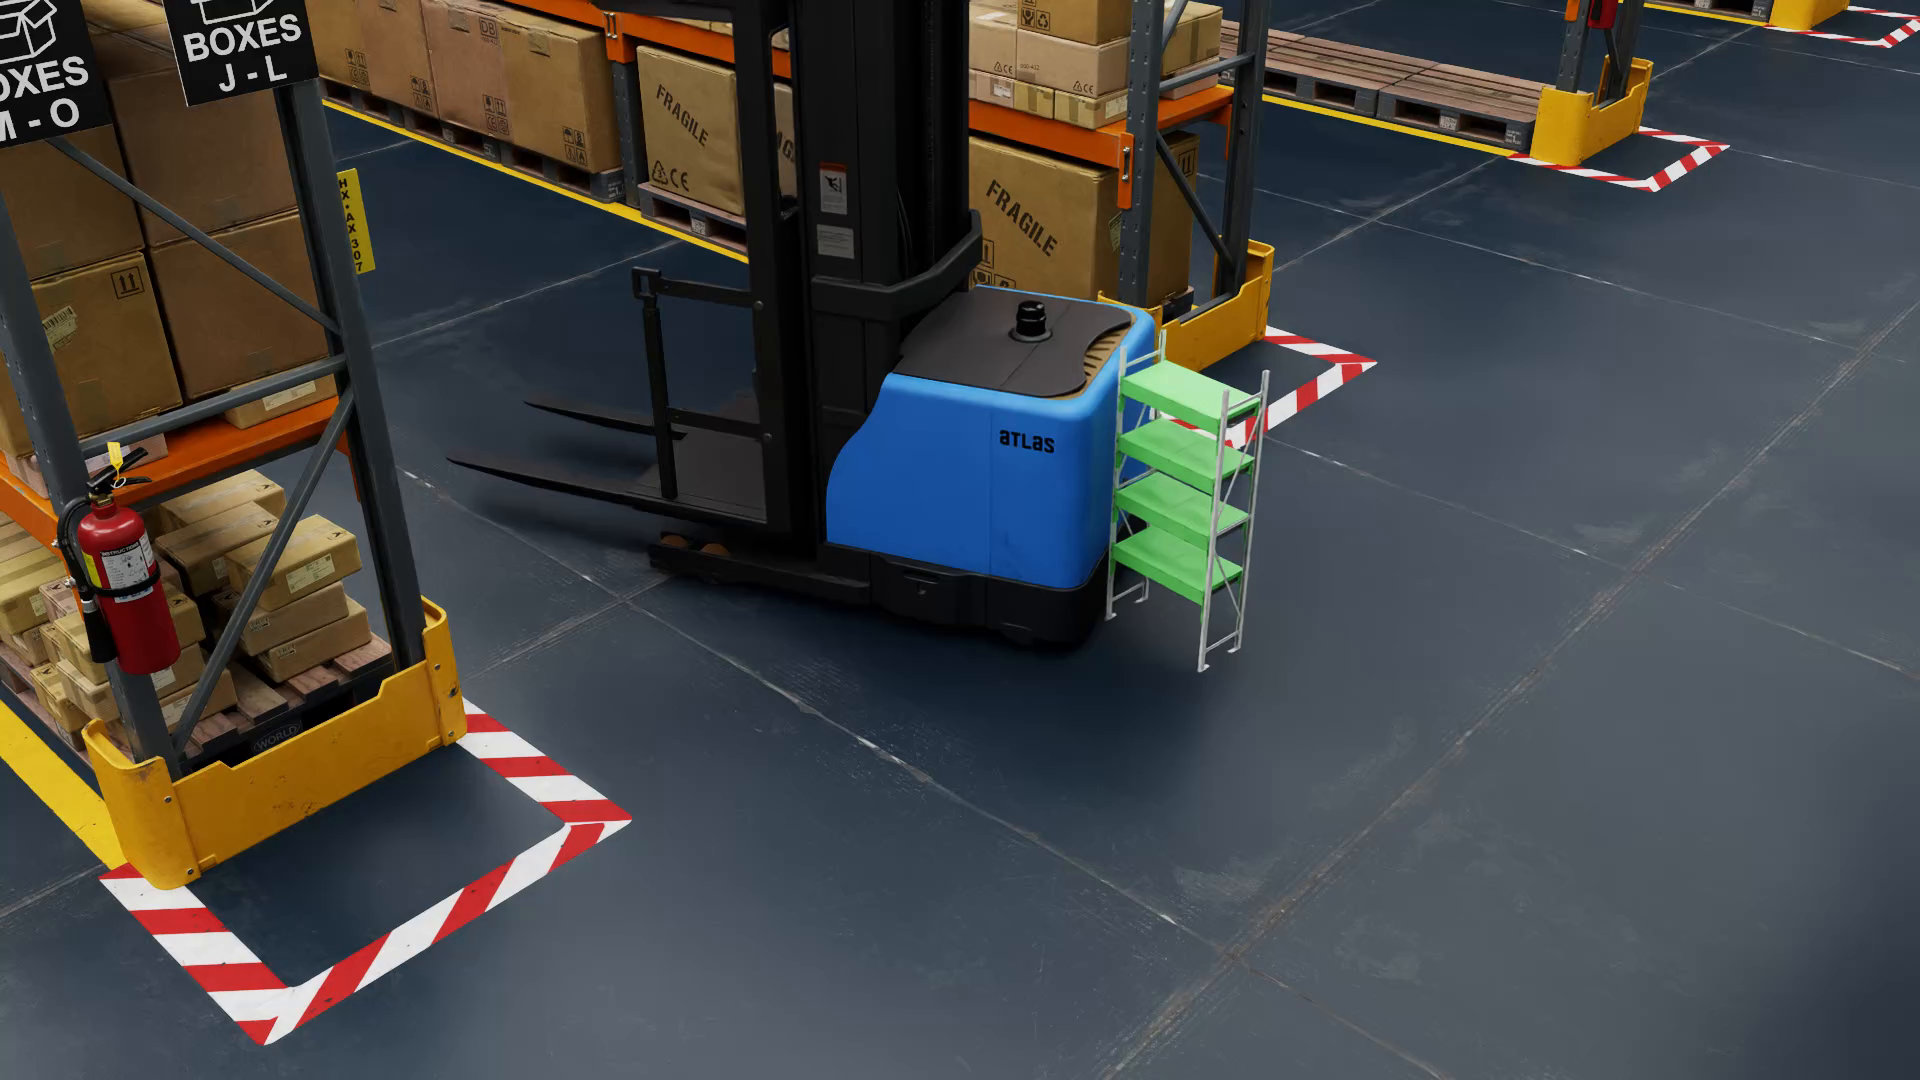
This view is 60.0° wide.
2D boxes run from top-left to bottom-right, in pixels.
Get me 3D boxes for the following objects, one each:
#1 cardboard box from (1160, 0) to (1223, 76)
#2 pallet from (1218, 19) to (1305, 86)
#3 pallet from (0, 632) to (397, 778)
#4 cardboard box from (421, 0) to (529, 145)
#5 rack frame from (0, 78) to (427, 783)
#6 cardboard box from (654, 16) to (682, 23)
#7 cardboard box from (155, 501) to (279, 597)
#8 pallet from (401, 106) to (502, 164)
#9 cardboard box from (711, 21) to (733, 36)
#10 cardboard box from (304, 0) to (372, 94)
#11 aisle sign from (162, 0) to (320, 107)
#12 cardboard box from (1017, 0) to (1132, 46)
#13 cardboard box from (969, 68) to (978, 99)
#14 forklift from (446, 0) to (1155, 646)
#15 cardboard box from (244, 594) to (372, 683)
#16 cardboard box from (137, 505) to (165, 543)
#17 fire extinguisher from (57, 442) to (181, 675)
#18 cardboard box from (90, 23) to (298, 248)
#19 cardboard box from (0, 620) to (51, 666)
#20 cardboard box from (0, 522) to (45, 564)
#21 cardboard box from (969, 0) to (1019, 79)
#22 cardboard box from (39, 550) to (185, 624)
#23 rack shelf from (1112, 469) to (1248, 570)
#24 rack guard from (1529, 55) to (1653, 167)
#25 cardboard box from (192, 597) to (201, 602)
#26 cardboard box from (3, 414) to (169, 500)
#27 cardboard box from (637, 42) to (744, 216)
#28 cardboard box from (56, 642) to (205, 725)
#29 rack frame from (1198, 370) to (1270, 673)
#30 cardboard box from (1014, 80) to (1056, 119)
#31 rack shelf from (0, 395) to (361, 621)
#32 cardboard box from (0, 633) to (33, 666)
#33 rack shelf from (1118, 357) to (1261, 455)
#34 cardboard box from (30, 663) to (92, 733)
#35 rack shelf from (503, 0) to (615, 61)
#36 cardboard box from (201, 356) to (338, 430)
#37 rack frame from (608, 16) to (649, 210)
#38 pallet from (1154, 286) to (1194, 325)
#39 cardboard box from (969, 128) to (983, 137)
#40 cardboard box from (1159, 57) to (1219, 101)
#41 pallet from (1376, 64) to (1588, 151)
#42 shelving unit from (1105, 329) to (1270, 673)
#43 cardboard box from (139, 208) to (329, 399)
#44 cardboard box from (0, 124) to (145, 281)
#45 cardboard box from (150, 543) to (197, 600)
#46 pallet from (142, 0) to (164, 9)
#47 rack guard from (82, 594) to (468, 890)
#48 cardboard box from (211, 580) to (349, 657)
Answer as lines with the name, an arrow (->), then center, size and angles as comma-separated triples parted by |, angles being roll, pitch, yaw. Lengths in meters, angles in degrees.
cardboard box -> 0.989, -2.590, 8.502 | 0.500, 0.250, 0.500 | 24, 38, 34
pallet -> 2.093, -4.102, 13.859 | 1.213, 0.211, 1.003 | 25, 39, 35
pallet -> -2.874, 0.478, 6.252 | 1.213, 0.211, 1.003 | 25, 39, 35
cardboard box -> -2.953, -3.435, 11.700 | 0.875, 0.875, 1.225 | 24, 38, 34
rack frame -> -2.239, -0.396, 5.000 | 0.127, 3.000, 1.000 | 25, 39, 35
cardboard box -> -1.611, -3.214, 9.924 | 0.250, 0.149, 0.380 | 24, 38, 34
cardboard box -> -2.685, 0.030, 6.072 | 0.250, 0.149, 0.380 | 26, 40, 36
pallet -> -3.333, -3.108, 12.208 | 1.213, 0.211, 1.003 | 25, 39, 35
cardboard box -> -1.219, -3.033, 9.623 | 0.250, 0.149, 0.380 | 24, 38, 34
cardboard box -> -4.270, -4.049, 12.721 | 0.875, 0.875, 1.225 | 23, 38, 33
aisle sign -> -1.984, -1.599, 4.478 | 0.004, 0.787, 0.394 | 25, 39, 35
cardboard box -> 0.627, -2.710, 7.974 | 0.500, 0.500, 0.500 | 26, 39, 36
cardboard box -> 0.115, -2.411, 8.591 | 0.250, 0.149, 0.380 | 26, 40, 36
forklift -> -0.768, -1.312, 6.588 | 3.031, 2.935, 1.130 | 11, 33, 18
cardboard box -> -2.413, 0.342, 6.131 | 0.250, 0.149, 0.380 | 26, 40, 36
cardboard box -> -3.025, -0.161, 6.389 | 0.250, 0.149, 0.380 | 23, 38, 33
fire extinguisher -> -2.362, 0.060, 4.678 | 0.183, 0.674, 0.296 | 25, 39, 35
cardboard box -> -2.394, -1.252, 5.066 | 0.500, 0.500, 0.500 | 25, 39, 35
cardboard box -> -3.208, 0.265, 5.970 | 0.250, 0.149, 0.380 | 23, 38, 33
cardboard box -> -3.376, 0.040, 6.055 | 0.250, 0.149, 0.380 | 23, 38, 33
cardboard box -> 0.251, -2.563, 8.456 | 0.500, 0.250, 0.500 | 24, 39, 34
cardboard box -> -2.949, 0.195, 5.798 | 0.250, 0.149, 0.380 | 26, 40, 36
rack shelf -> 0.845, -0.086, 6.354 | 0.258, 0.148, 0.480 | -25, 39, -35
rack guard -> 4.514, -3.078, 11.877 | 0.348, 0.500, 1.175 | 25, 39, 35
cardboard box -> -2.850, 0.199, 6.368 | 0.250, 0.149, 0.380 | 26, 39, 36
cardboard box -> -2.670, -0.293, 5.072 | 0.250, 0.149, 0.380 | 25, 39, 35
cardboard box -> -1.366, -2.653, 10.401 | 0.875, 0.875, 0.875 | 25, 39, 35
cardboard box -> -2.822, 0.444, 5.672 | 0.250, 0.149, 0.380 | 24, 38, 34
rack frame -> 1.010, -0.048, 6.166 | 0.240, 1.200, 0.015 | -25, 39, -35
cardboard box -> 0.485, -2.237, 8.301 | 0.250, 0.149, 0.380 | 25, 39, 36
rack shelf -> -3.722, -0.780, 6.335 | 4.000, 0.370, 1.077 | 25, 39, 35
cardboard box -> -3.358, 0.288, 6.221 | 0.250, 0.149, 0.380 | 25, 39, 36
rack shelf -> 0.845, -0.497, 6.106 | 0.258, 0.148, 0.480 | -25, 39, -35
cardboard box -> -3.028, 0.493, 5.880 | 0.250, 0.149, 0.380 | 26, 40, 36
rack shelf -> -3.284, -4.026, 11.727 | 4.000, 0.370, 1.077 | 25, 39, 35
cardboard box -> -2.259, -0.526, 5.459 | 0.250, 0.149, 0.380 | 25, 39, 35
rack frame -> -1.802, -3.642, 10.392 | 0.127, 3.000, 1.000 | 25, 39, 35
pallet -> 0.519, -1.310, 9.221 | 1.213, 0.211, 1.003 | 25, 39, 35
cardboard box -> -0.039, -2.033, 9.372 | 0.875, 0.875, 0.875 | 25, 39, 35
cardboard box -> 1.122, -2.399, 8.571 | 0.250, 0.149, 0.380 | 26, 39, 36
pallet -> 3.902, -3.257, 12.456 | 1.213, 0.211, 1.003 | 25, 39, 35
shelving unit -> 0.845, -0.141, 6.321 | 0.258, 1.200, 0.503 | -25, 39, -35
cardboard box -> -2.387, -0.827, 5.331 | 0.500, 0.500, 0.500 | 27, 40, 37
cardboard box -> -2.745, -1.058, 4.744 | 0.500, 0.500, 0.500 | 24, 39, 34
cardboard box -> -2.861, 0.071, 6.292 | 0.250, 0.149, 0.380 | 26, 39, 36
pallet -> -7.155, -4.947, 15.263 | 1.213, 0.211, 1.003 | 25, 39, 35
rack guard -> -2.295, 0.648, 5.688 | 0.348, 0.500, 1.175 | 25, 39, 35
cardboard box -> -2.455, 0.238, 6.014 | 0.250, 0.149, 0.380 | 27, 40, 37
